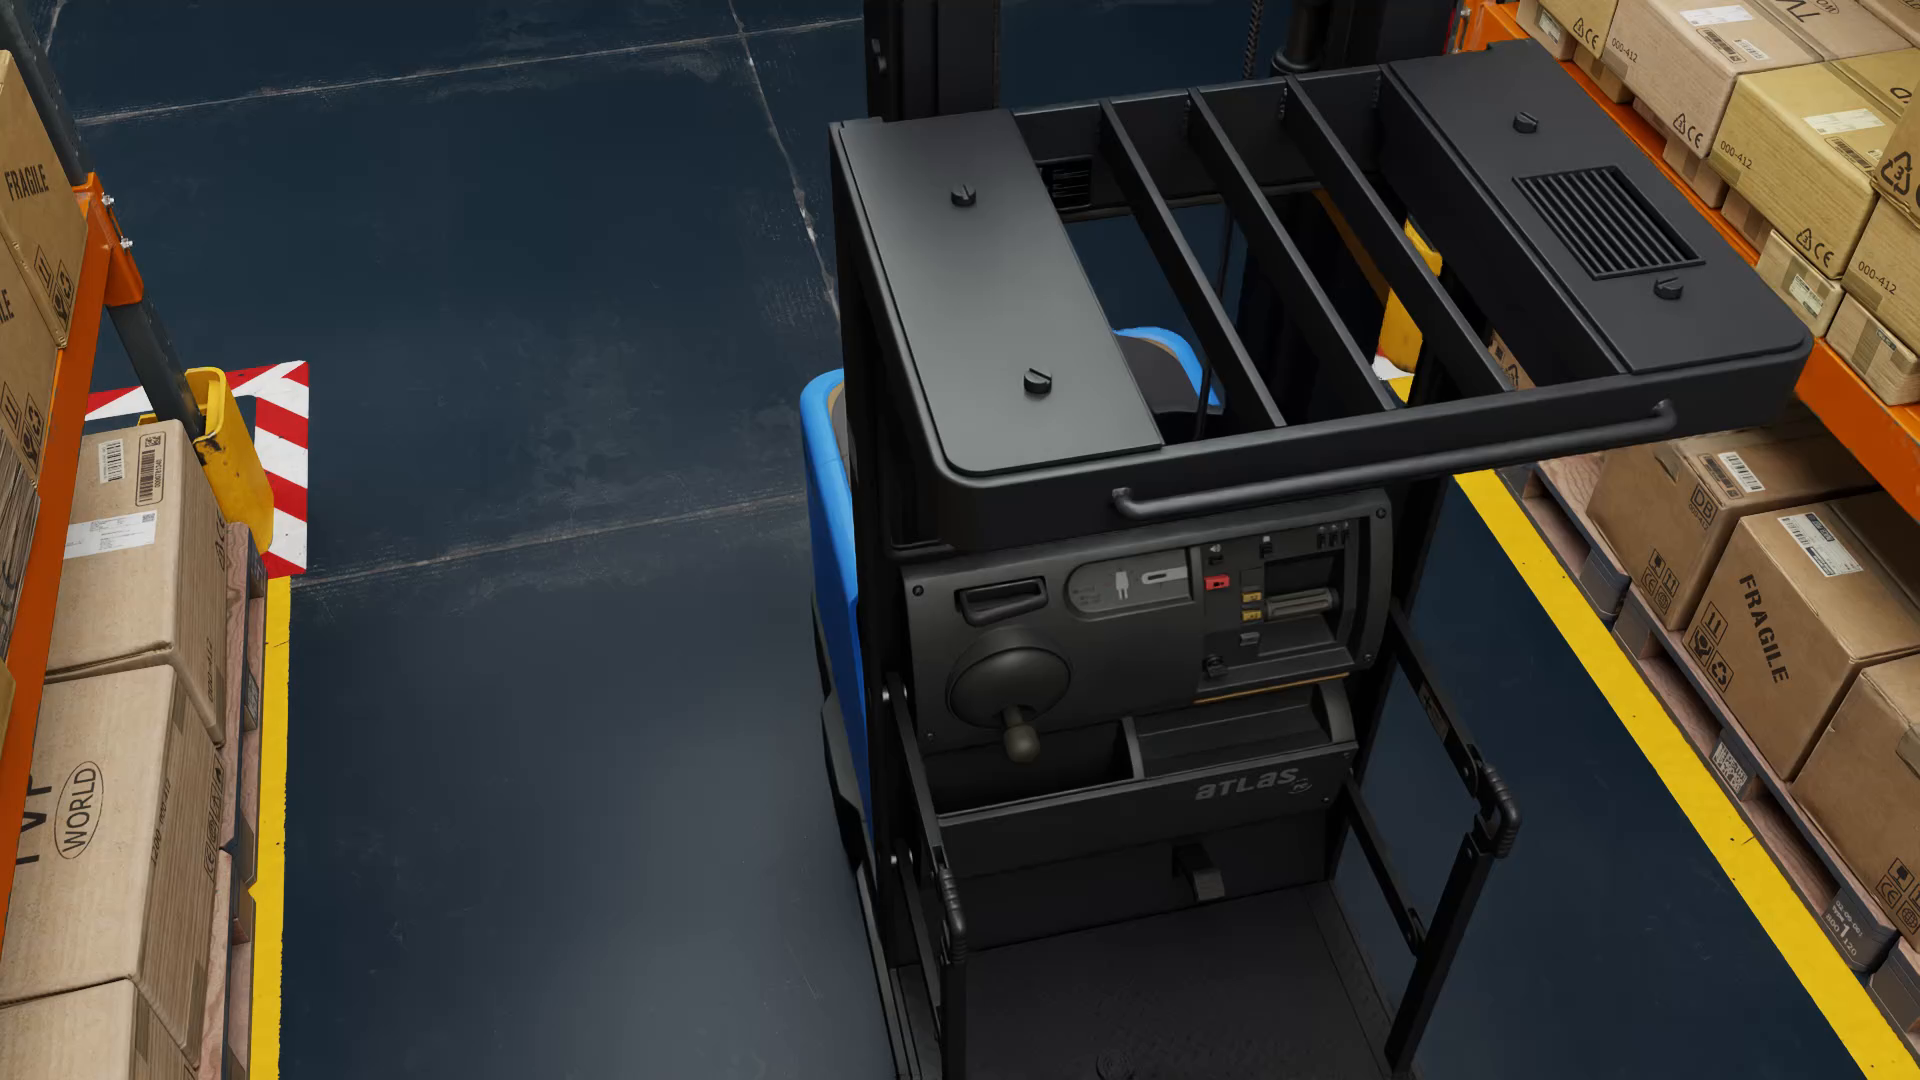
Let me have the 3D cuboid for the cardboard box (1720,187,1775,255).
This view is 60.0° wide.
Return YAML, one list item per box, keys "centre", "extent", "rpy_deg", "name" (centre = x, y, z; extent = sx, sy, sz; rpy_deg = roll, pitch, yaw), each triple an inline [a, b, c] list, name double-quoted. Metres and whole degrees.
- centre: [2.149, -0.830, 4.140]
  extent: [0.380, 0.149, 0.250]
  rpy_deg: [-10, 46, -10]
  name: "cardboard box"

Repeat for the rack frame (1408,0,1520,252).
- centre: [2.041, -1.906, 5.017]
  extent: [1.000, 3.000, 0.127]
  rpy_deg: [-11, 47, -10]
  name: "rack frame"

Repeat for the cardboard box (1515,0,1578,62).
- centre: [1.860, -1.541, 4.836]
  extent: [0.380, 0.149, 0.250]
  rpy_deg: [-11, 47, -11]
  name: "cardboard box"

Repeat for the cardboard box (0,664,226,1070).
- centre: [-2.249, 0.822, 3.844]
  extent: [0.875, 0.438, 0.875]
  rpy_deg: [-10, 46, -9]
  name: "cardboard box"

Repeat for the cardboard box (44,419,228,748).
- centre: [-2.491, 0.192, 4.462]
  extent: [0.875, 0.438, 0.875]
  rpy_deg: [-12, 47, -12]
  name: "cardboard box"

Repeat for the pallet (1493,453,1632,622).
- centre: [2.265, -0.327, 5.423]
  extent: [1.003, 0.211, 1.213]
  rpy_deg: [-11, 47, -10]
  name: "pallet"

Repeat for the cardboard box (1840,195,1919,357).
- centre: [2.310, -0.548, 3.584]
  extent: [0.500, 0.250, 0.500]
  rpy_deg: [-12, 47, -11]
  name: "cardboard box"

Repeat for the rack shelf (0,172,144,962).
- centre: [-2.245, 0.637, 3.029]
  extent: [1.077, 0.370, 4.000]
  rpy_deg: [-11, 47, -10]
  name: "rack shelf"

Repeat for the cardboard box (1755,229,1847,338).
- centre: [2.141, -0.642, 3.955]
  extent: [0.380, 0.149, 0.250]
  rpy_deg: [-12, 47, -11]
  name: "cardboard box"

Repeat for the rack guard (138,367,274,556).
- centre: [-2.763, -0.137, 5.034]
  extent: [1.175, 0.500, 0.348]
  rpy_deg: [-11, 47, -10]
  name: "rack guard"

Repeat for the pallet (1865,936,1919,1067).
- centre: [2.890, 1.358, 3.772]
  extent: [1.003, 0.211, 1.213]
  rpy_deg: [-11, 47, -10]
  name: "pallet"

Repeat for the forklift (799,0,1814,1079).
- centre: [0.409, 0.258, 2.945]
  extent: [1.130, 2.935, 3.031]
  rpy_deg: [-9, 46, -9]
  name: "forklift"

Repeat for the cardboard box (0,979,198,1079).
- centre: [-2.019, 1.445, 3.234]
  extent: [0.875, 0.438, 0.875]
  rpy_deg: [-12, 47, -11]
  name: "cardboard box"

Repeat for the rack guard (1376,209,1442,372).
- centre: [2.060, -0.978, 5.859]
  extent: [1.175, 0.500, 0.348]
  rpy_deg: [-11, 47, -10]
  name: "rack guard"

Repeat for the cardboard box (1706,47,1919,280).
- centre: [2.159, -0.897, 3.926]
  extent: [0.500, 0.250, 0.500]
  rpy_deg: [-12, 47, -11]
  name: "cardboard box"

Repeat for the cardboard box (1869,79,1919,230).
- centre: [2.281, -0.822, 3.327]
  extent: [0.500, 0.500, 0.500]
  rpy_deg: [-10, 46, -9]
  name: "cardboard box"

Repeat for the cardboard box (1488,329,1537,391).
- centre: [2.106, -0.739, 5.328]
  extent: [0.797, 0.503, 0.637]
  rpy_deg: [-12, 47, -12]
  name: "cardboard box"

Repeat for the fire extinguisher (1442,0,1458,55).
- centre: [1.556, -1.765, 5.195]
  extent: [0.296, 0.674, 0.183]
  rpy_deg: [-11, 47, -10]
  name: "fire extinguisher"

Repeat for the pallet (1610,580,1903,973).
- centre: [2.574, 0.514, 4.599]
  extent: [1.003, 0.211, 1.213]
  rpy_deg: [-11, 47, -10]
  name: "pallet"

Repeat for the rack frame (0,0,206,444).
- centre: [-2.757, -0.996, 4.125]
  extent: [1.000, 3.000, 0.127]
  rpy_deg: [-11, 47, -10]
  name: "rack frame"

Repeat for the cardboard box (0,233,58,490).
- centre: [-2.263, -0.397, 3.469]
  extent: [0.500, 0.500, 0.500]
  rpy_deg: [-12, 47, -11]
  name: "cardboard box"

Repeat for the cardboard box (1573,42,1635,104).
- centre: [1.969, -1.374, 4.672]
  extent: [0.380, 0.149, 0.250]
  rpy_deg: [-10, 46, -9]
  name: "cardboard box"

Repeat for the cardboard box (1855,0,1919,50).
- centre: [2.546, -1.332, 4.352]
  extent: [0.500, 0.250, 0.500]
  rpy_deg: [-11, 47, -10]
  name: "cardboard box"

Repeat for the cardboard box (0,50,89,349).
- centre: [-2.377, -0.746, 3.811]
  extent: [0.500, 0.500, 0.500]
  rpy_deg: [-10, 47, -10]
  name: "cardboard box"

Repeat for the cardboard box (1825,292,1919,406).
- centre: [2.228, -0.464, 3.781]
  extent: [0.380, 0.149, 0.250]
  rpy_deg: [-10, 46, -9]
  name: "cardboard box"

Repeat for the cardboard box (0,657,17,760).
- centre: [-1.977, 0.311, 2.775]
  extent: [0.500, 0.500, 0.500]
  rpy_deg: [-9, 46, -9]
  name: "cardboard box"

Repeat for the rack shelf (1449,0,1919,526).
- centre: [2.553, -0.273, 3.921]
  extent: [1.077, 0.370, 4.000]
  rpy_deg: [-11, 47, -10]
  name: "rack shelf"

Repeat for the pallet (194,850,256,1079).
- centre: [-2.168, 1.359, 3.771]
  extent: [1.003, 0.211, 1.213]
  rpy_deg: [-11, 47, -10]
  name: "pallet"

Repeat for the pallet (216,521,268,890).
- centre: [-2.476, 0.518, 4.594]
  extent: [1.003, 0.211, 1.213]
  rpy_deg: [-11, 47, -10]
  name: "pallet"

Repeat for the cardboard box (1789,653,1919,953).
- centre: [2.553, 0.576, 4.042]
  extent: [0.700, 0.500, 0.500]
  rpy_deg: [-12, 47, -12]
  name: "cardboard box"

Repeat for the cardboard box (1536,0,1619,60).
- centre: [1.896, -1.595, 4.609]
  extent: [0.500, 0.250, 0.500]
  rpy_deg: [-10, 47, -10]
  name: "cardboard box"

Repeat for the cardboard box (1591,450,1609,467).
- centre: [2.177, -0.315, 5.160]
  extent: [0.380, 0.149, 0.250]
  rpy_deg: [-12, 47, -12]
  name: "cardboard box"

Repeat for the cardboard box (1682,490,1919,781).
- centre: [2.326, 0.242, 4.368]
  extent: [0.500, 0.500, 0.500]
  rpy_deg: [-10, 46, -10]
  name: "cardboard box"

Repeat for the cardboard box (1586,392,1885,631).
- centre: [2.287, -0.141, 4.744]
  extent: [0.700, 0.500, 0.500]
  rpy_deg: [-9, 46, -9]
  name: "cardboard box"

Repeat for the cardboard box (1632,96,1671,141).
- centre: [2.070, -1.198, 4.500]
  extent: [0.380, 0.149, 0.250]
  rpy_deg: [-11, 47, -11]
  name: "cardboard box"

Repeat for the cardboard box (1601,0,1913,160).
- centre: [2.026, -1.247, 4.268]
  extent: [0.500, 0.250, 0.500]
  rpy_deg: [-10, 46, -10]
  name: "cardboard box"

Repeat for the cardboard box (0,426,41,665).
- centre: [-2.122, -0.043, 3.122]
  extent: [0.500, 0.500, 0.500]
  rpy_deg: [-9, 46, -9]
  name: "cardboard box"

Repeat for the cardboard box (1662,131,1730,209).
- centre: [2.076, -1.013, 4.318]
  extent: [0.380, 0.149, 0.250]
  rpy_deg: [-9, 46, -9]
  name: "cardboard box"
